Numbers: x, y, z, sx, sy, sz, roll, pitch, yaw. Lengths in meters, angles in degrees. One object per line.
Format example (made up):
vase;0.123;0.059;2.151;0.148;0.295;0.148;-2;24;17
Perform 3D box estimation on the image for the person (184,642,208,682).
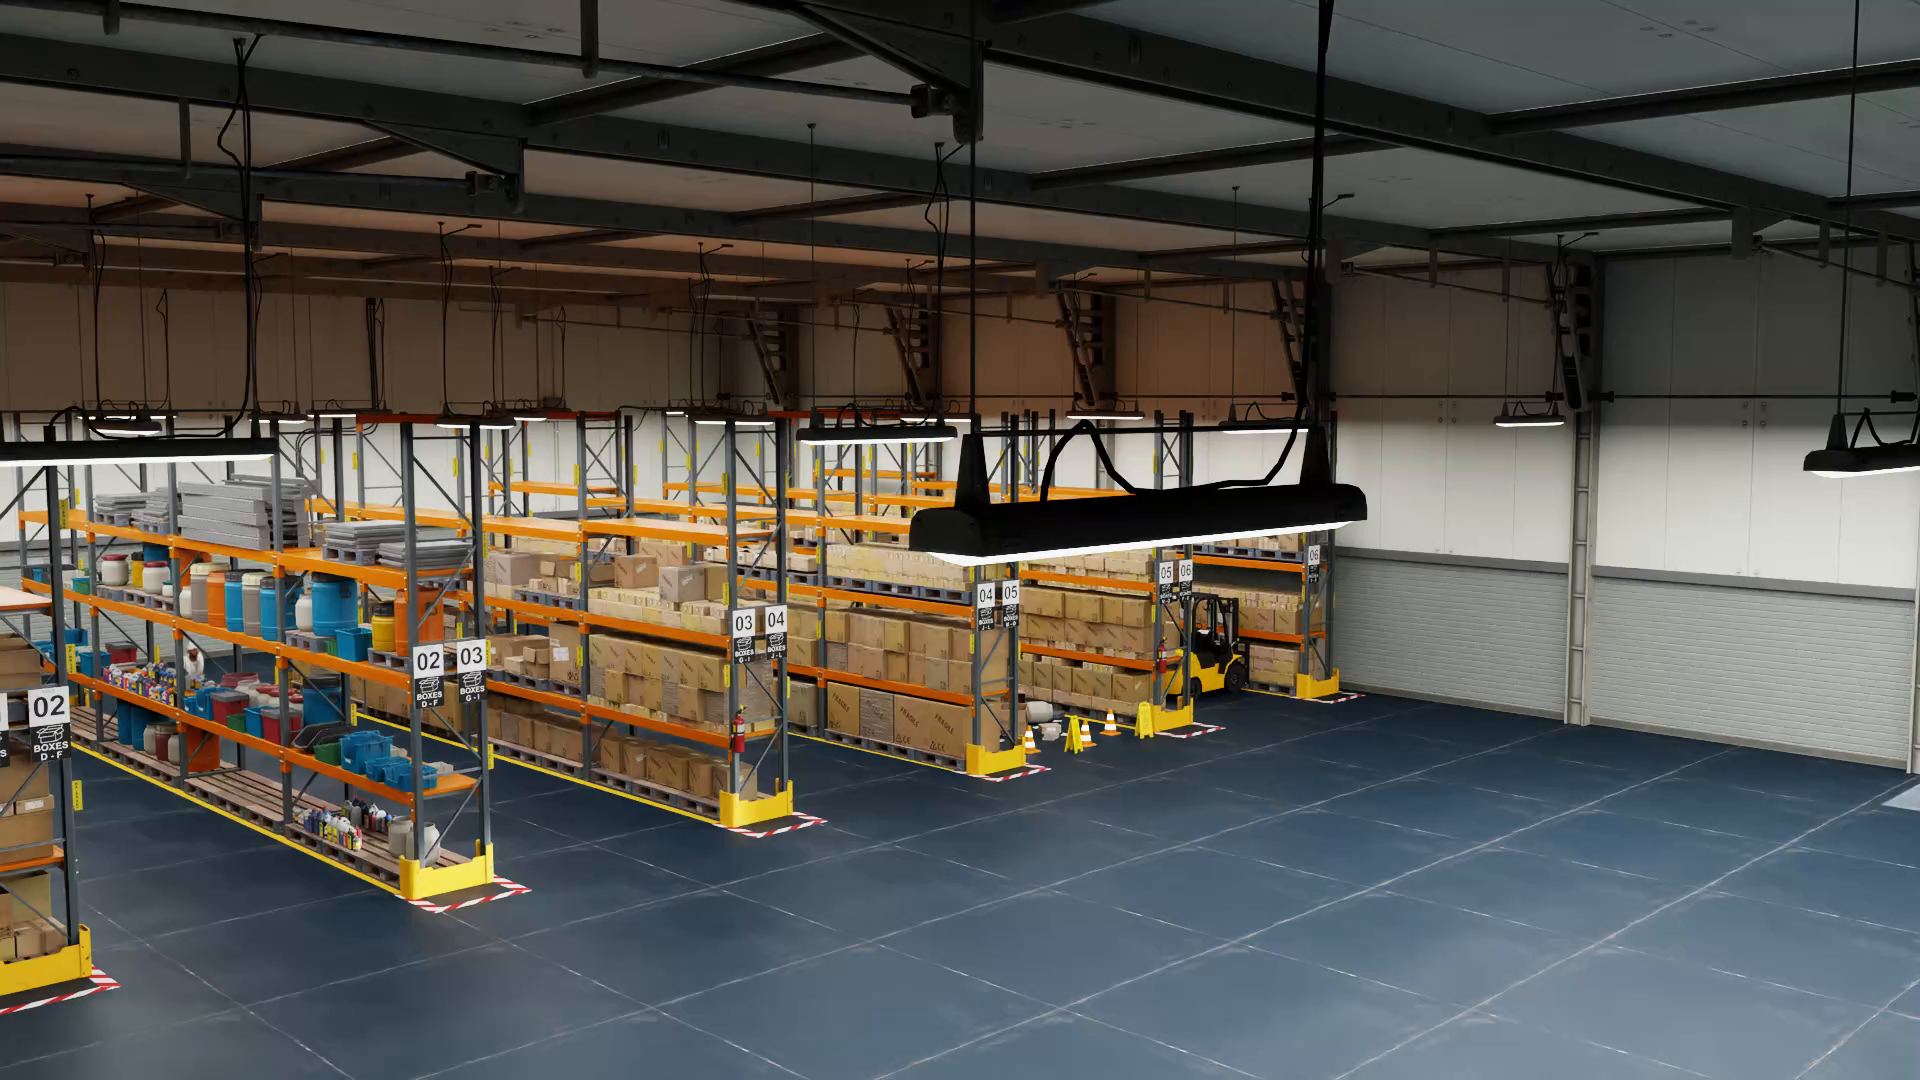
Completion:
person;-14.602;2.754;31.660;0.807;1.669;0.713;3;6;29
